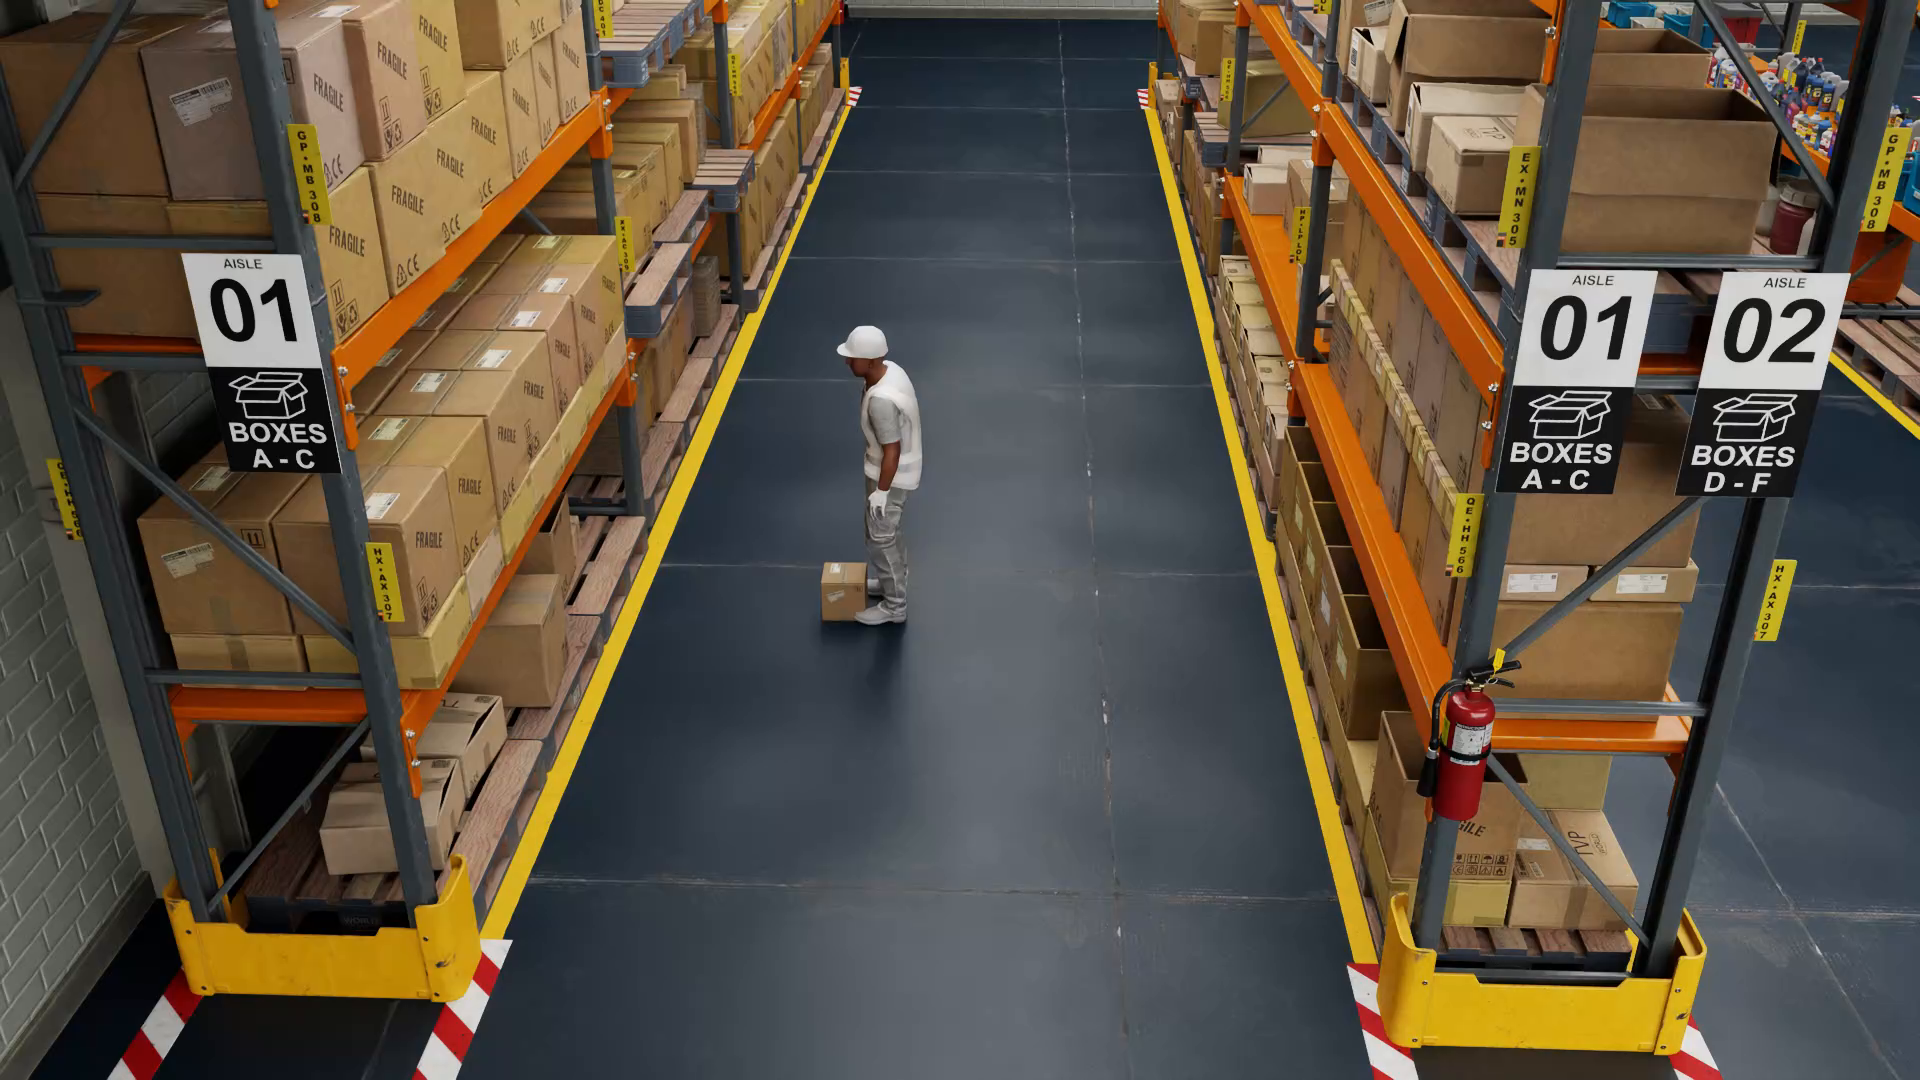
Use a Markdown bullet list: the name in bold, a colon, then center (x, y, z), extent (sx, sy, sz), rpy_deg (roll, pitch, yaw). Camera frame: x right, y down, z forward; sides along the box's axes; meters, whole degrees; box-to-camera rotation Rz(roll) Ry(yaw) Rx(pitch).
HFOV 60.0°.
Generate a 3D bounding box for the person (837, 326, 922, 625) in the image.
- **person**: center (-0.436, -0.370, 9.315), extent (0.451, 1.773, 0.625), rpy_deg (-1, 28, -1)
